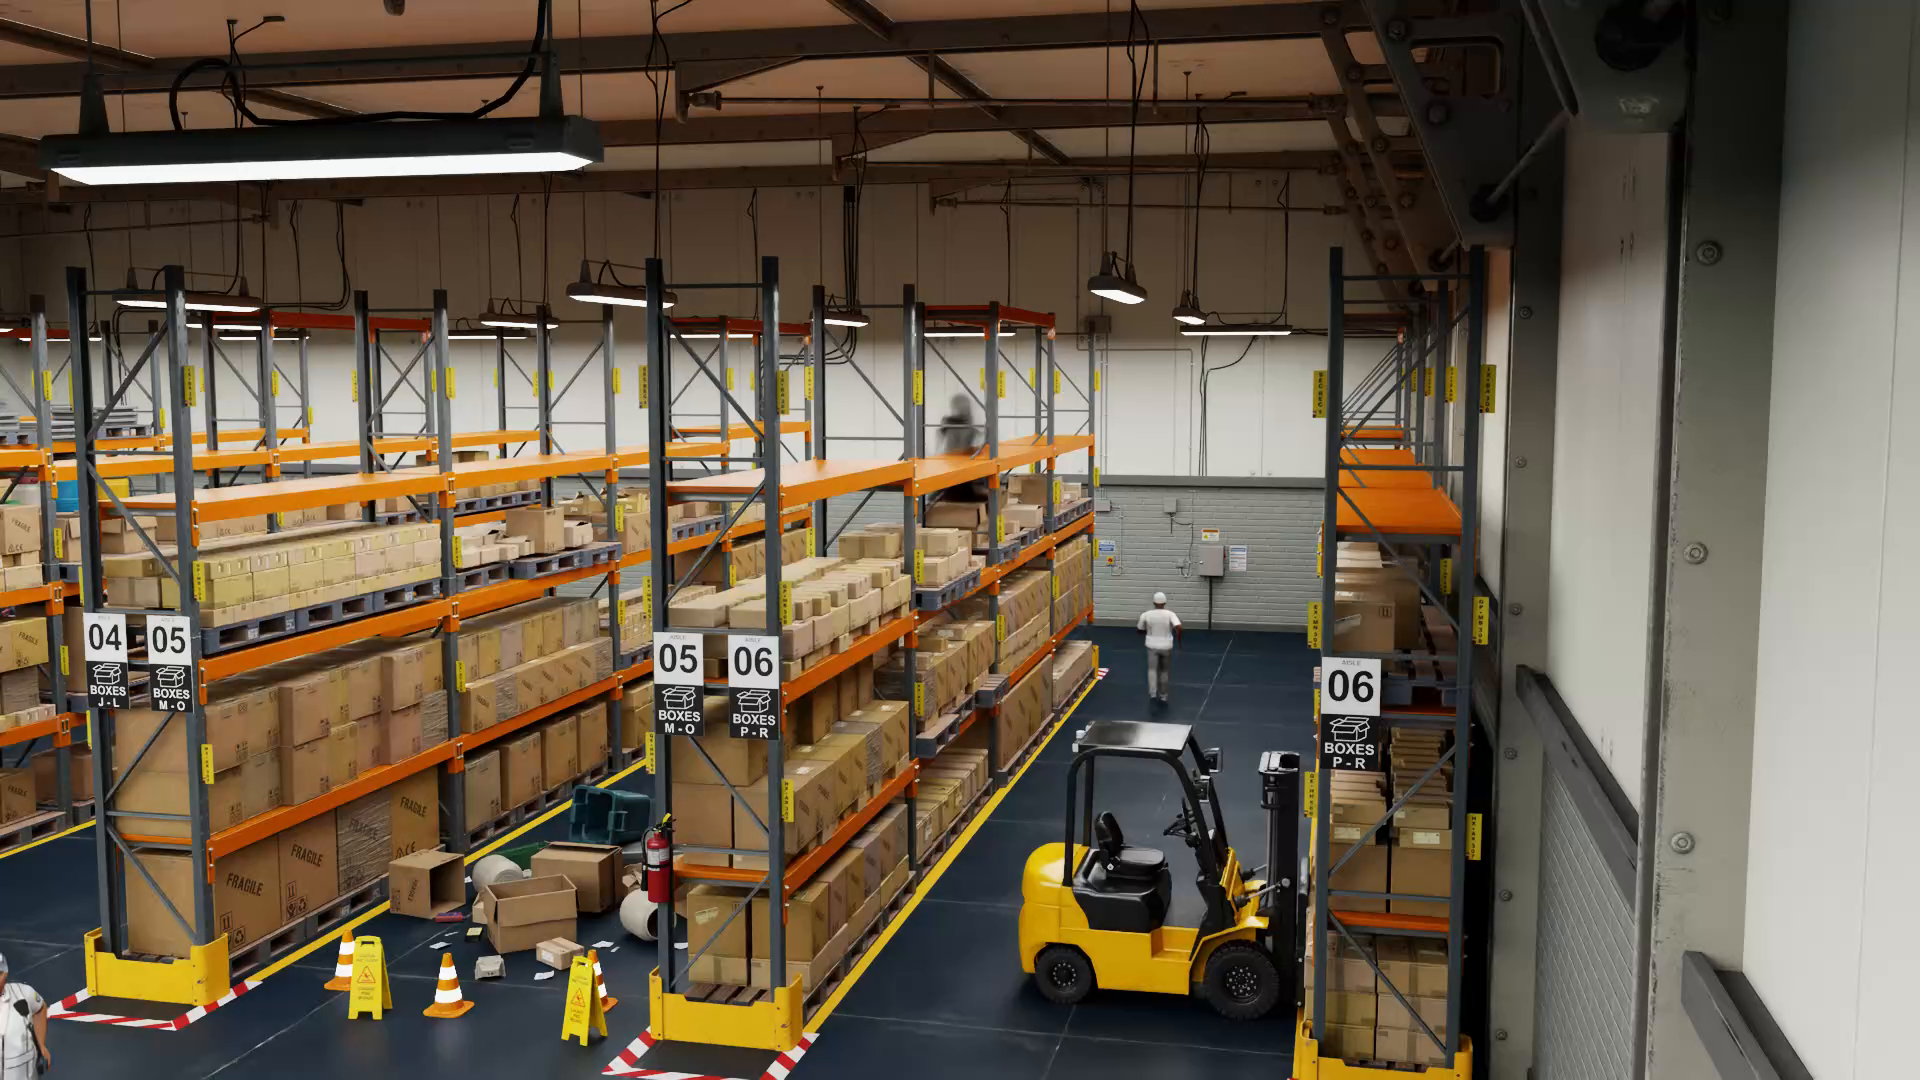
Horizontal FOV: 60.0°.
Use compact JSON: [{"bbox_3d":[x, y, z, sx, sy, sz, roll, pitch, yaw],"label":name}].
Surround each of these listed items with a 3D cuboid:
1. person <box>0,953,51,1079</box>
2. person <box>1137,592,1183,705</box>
[{"bbox_3d":[-5.814,3.316,10.070,0.580,1.715,0.826,-4,7,-34],"label":"person"},{"bbox_3d":[3.069,1.669,25.619,0.699,1.756,0.988,1,6,7],"label":"person"}]
